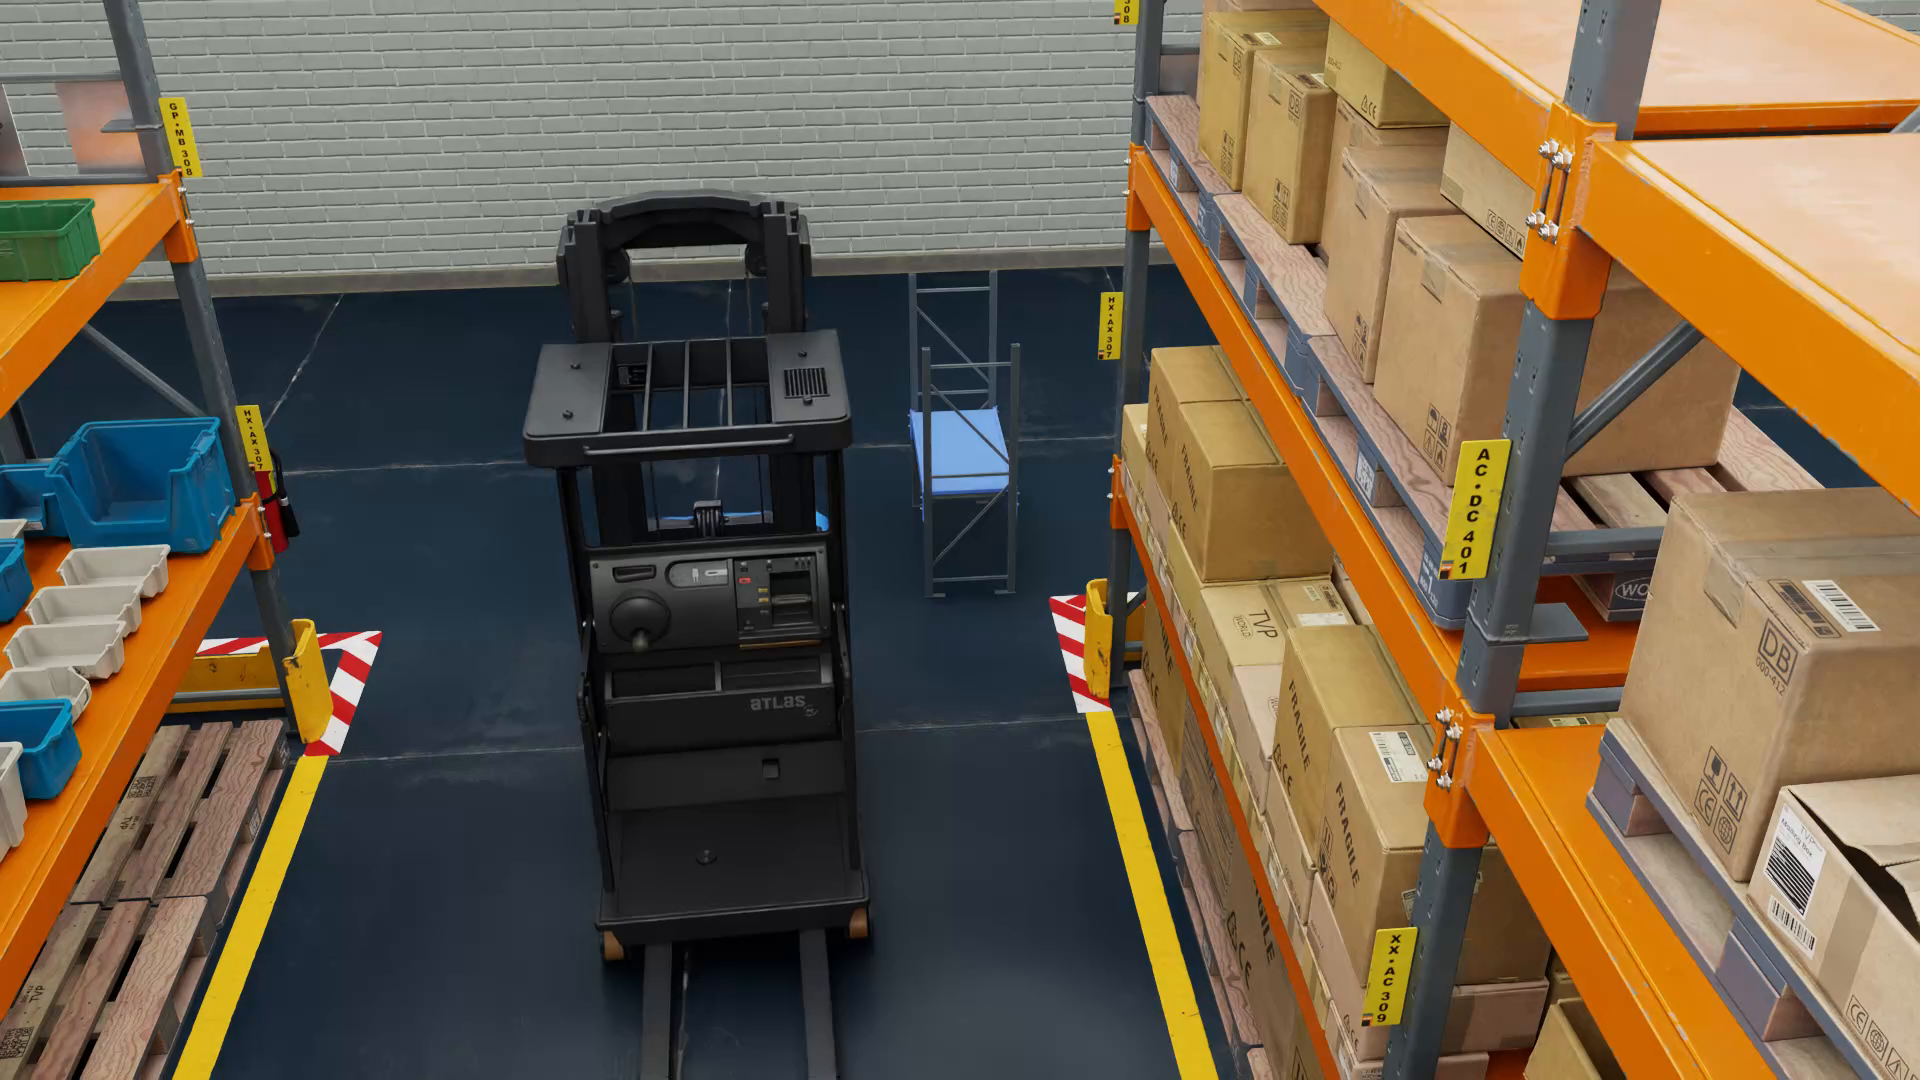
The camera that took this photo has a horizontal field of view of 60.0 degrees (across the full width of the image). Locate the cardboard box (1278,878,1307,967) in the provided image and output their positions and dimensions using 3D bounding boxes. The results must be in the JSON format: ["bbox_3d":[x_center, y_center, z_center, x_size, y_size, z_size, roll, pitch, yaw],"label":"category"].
[{"bbox_3d":[1.206,1.163,5.124,0.380,0.149,0.250,-3,31,-5],"label":"cardboard box"}]

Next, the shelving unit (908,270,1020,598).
[{"bbox_3d":[0.008,-0.600,9.293,0.538,1.500,1.048,-3,31,-5],"label":"shelving unit"}]

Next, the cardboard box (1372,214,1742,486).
[{"bbox_3d":[1.476,-0.493,4.122,0.700,0.500,0.500,-5,31,-8],"label":"cardboard box"}]

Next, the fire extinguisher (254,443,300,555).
[{"bbox_3d":[-3.258,-0.253,7.688,0.296,0.674,0.183,-3,31,-5],"label":"fire extinguisher"}]

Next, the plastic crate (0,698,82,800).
[{"bbox_3d":[-3.249,0.735,5.700,0.416,0.233,0.300,-3,31,-5],"label":"plastic crate"}]

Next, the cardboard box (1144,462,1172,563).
[{"bbox_3d":[1.066,-0.125,6.891,0.500,0.250,0.500,-3,31,-5],"label":"cardboard box"}]

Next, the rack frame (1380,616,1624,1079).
[{"bbox_3d":[1.608,1.457,4.386,1.000,3.000,0.127,-3,31,-5],"label":"rack frame"}]

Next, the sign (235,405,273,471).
[{"bbox_3d":[-3.150,-0.452,7.424,0.100,0.325,0.005,-3,31,-5],"label":"sign"}]

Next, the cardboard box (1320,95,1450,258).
[{"bbox_3d":[1.522,-1.042,5.040,0.700,0.500,0.500,-1,31,-2],"label":"cardboard box"}]

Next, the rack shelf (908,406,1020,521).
[{"bbox_3d":[0.008,-0.446,9.385,0.538,0.185,1.000,-3,31,-5],"label":"rack shelf"}]

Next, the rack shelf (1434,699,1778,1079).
[{"bbox_3d":[1.795,1.499,2.091,1.077,0.370,4.000,-3,31,-5],"label":"rack shelf"}]

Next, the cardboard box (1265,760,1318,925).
[{"bbox_3d":[1.255,0.917,5.146,0.500,0.250,0.500,-2,31,-3],"label":"cardboard box"}]

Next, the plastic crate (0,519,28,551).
[{"bbox_3d":[-4.054,0.049,6.941,0.250,0.136,0.298,-3,31,-5],"label":"plastic crate"}]

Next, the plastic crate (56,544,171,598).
[{"bbox_3d":[-3.440,0.147,6.777,0.396,0.136,0.243,-3,31,-5],"label":"plastic crate"}]

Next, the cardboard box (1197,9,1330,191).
[{"bbox_3d":[1.269,-1.583,5.946,0.700,0.500,0.500,-4,31,-6],"label":"cardboard box"}]

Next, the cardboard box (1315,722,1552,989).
[{"bbox_3d":[1.299,0.850,4.527,0.500,0.500,0.500,-2,31,-3],"label":"cardboard box"}]

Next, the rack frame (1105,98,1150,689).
[{"bbox_3d":[1.235,-0.585,7.805,1.000,3.000,0.127,-3,31,-5],"label":"rack frame"}]

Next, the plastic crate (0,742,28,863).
[{"bbox_3d":[-3.282,0.931,5.323,0.437,0.282,0.530,-3,31,-5],"label":"plastic crate"}]

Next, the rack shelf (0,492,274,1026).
[{"bbox_3d":[-3.510,0.982,5.882,1.077,0.370,4.000,-3,31,-5],"label":"rack shelf"}]

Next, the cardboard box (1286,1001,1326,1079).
[{"bbox_3d":[1.626,1.848,5.393,0.875,0.875,0.875,-3,31,-5],"label":"cardboard box"}]

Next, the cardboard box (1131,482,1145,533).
[{"bbox_3d":[0.965,-0.149,7.320,0.380,0.149,0.250,-3,31,-5],"label":"cardboard box"}]

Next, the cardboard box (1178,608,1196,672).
[{"bbox_3d":[1.062,0.376,6.440,0.380,0.149,0.250,-3,31,-5],"label":"cardboard box"}]

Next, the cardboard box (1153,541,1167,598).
[{"bbox_3d":[1.015,0.115,6.878,0.380,0.149,0.250,-3,31,-5],"label":"cardboard box"}]

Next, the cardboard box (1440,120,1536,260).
[{"bbox_3d":[1.527,-0.899,4.070,0.500,0.250,0.500,-5,31,-8],"label":"cardboard box"}]

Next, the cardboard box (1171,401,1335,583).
[{"bbox_3d":[1.112,-0.193,6.273,0.500,0.500,0.500,-4,31,-6],"label":"cardboard box"}]

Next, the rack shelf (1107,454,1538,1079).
[{"bbox_3d":[1.422,0.745,6.280,1.077,0.370,4.000,-3,31,-5],"label":"rack shelf"}]

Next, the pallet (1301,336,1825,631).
[{"bbox_3d":[1.542,-0.211,4.339,1.003,0.211,1.213,-3,31,-5],"label":"pallet"}]

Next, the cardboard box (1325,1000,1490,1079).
[{"bbox_3d":[1.254,1.425,4.684,0.380,0.149,0.250,-3,31,-4],"label":"cardboard box"}]

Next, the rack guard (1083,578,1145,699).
[{"bbox_3d":[1.233,0.476,8.466,1.175,0.500,0.348,-3,31,-5],"label":"rack guard"}]

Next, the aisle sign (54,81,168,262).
[{"bbox_3d":[-3.412,-1.515,6.826,0.394,0.787,0.004,-3,31,-5],"label":"aisle sign"}]

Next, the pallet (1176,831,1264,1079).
[{"bbox_3d":[1.498,1.638,6.802,1.003,0.211,1.213,-3,31,-5],"label":"pallet"}]

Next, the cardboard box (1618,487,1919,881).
[{"bbox_3d":[1.673,0.242,2.988,0.700,0.500,0.500,-2,31,-3],"label":"cardboard box"}]

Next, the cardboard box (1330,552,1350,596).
[{"bbox_3d":[1.639,0.105,6.505,0.500,0.250,0.500,-4,31,-6],"label":"cardboard box"}]

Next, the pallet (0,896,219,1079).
[{"bbox_3d":[-3.547,1.894,6.374,1.003,0.211,1.213,-3,31,-5],"label":"pallet"}]

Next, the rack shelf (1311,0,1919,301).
[{"bbox_3d":[1.422,-1.659,4.844,1.077,0.370,4.000,-3,31,-5],"label":"rack shelf"}]

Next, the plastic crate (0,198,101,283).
[{"bbox_3d":[-3.320,-1.055,5.872,0.450,0.188,0.336,-3,31,-5],"label":"plastic crate"}]

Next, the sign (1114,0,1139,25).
[{"bbox_3d":[0.682,-2.258,6.752,0.100,0.325,0.005,-3,31,-5],"label":"sign"}]

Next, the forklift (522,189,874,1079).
[{"bbox_3d":[-0.958,0.283,6.419,1.130,2.935,3.031,-4,31,-6],"label":"forklift"}]

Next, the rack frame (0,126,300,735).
[{"bbox_3d":[-3.697,-0.348,7.407,1.000,3.000,0.127,-3,31,-5],"label":"rack frame"}]

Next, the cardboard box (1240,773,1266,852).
[{"bbox_3d":[1.157,0.900,5.564,0.380,0.149,0.250,-2,31,-4],"label":"cardboard box"}]

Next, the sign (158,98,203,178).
[{"bbox_3d":[-3.150,-1.625,6.723,0.100,0.325,0.005,-3,31,-5],"label":"sign"}]

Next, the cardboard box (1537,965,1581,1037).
[{"bbox_3d":[1.825,1.141,4.770,0.500,0.250,0.500,-3,31,-5],"label":"cardboard box"}]

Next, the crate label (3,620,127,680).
[{"bbox_3d":[-3.377,0.437,6.292,0.396,0.136,0.243,-3,31,-5],"label":"crate label"}]

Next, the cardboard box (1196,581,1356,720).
[{"bbox_3d":[1.163,0.398,6.016,0.500,0.250,0.500,-3,31,-6],"label":"cardboard box"}]

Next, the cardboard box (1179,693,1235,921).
[{"bbox_3d":[1.459,0.934,6.923,0.875,0.875,0.875,-3,31,-5],"label":"cardboard box"}]

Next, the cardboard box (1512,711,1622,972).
[{"bbox_3d":[1.818,0.815,4.585,0.500,0.500,0.500,-3,31,-5],"label":"cardboard box"}]

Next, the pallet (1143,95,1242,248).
[{"bbox_3d":[1.314,-1.456,6.425,1.003,0.211,1.213,-3,31,-5],"label":"pallet"}]

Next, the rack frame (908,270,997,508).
[{"bbox_3d":[-0.040,-0.860,9.727,0.500,1.500,0.032,-3,31,-5],"label":"rack frame"}]

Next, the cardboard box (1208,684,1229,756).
[{"bbox_3d":[1.111,0.639,6.001,0.380,0.149,0.250,-2,31,-4],"label":"cardboard box"}]
